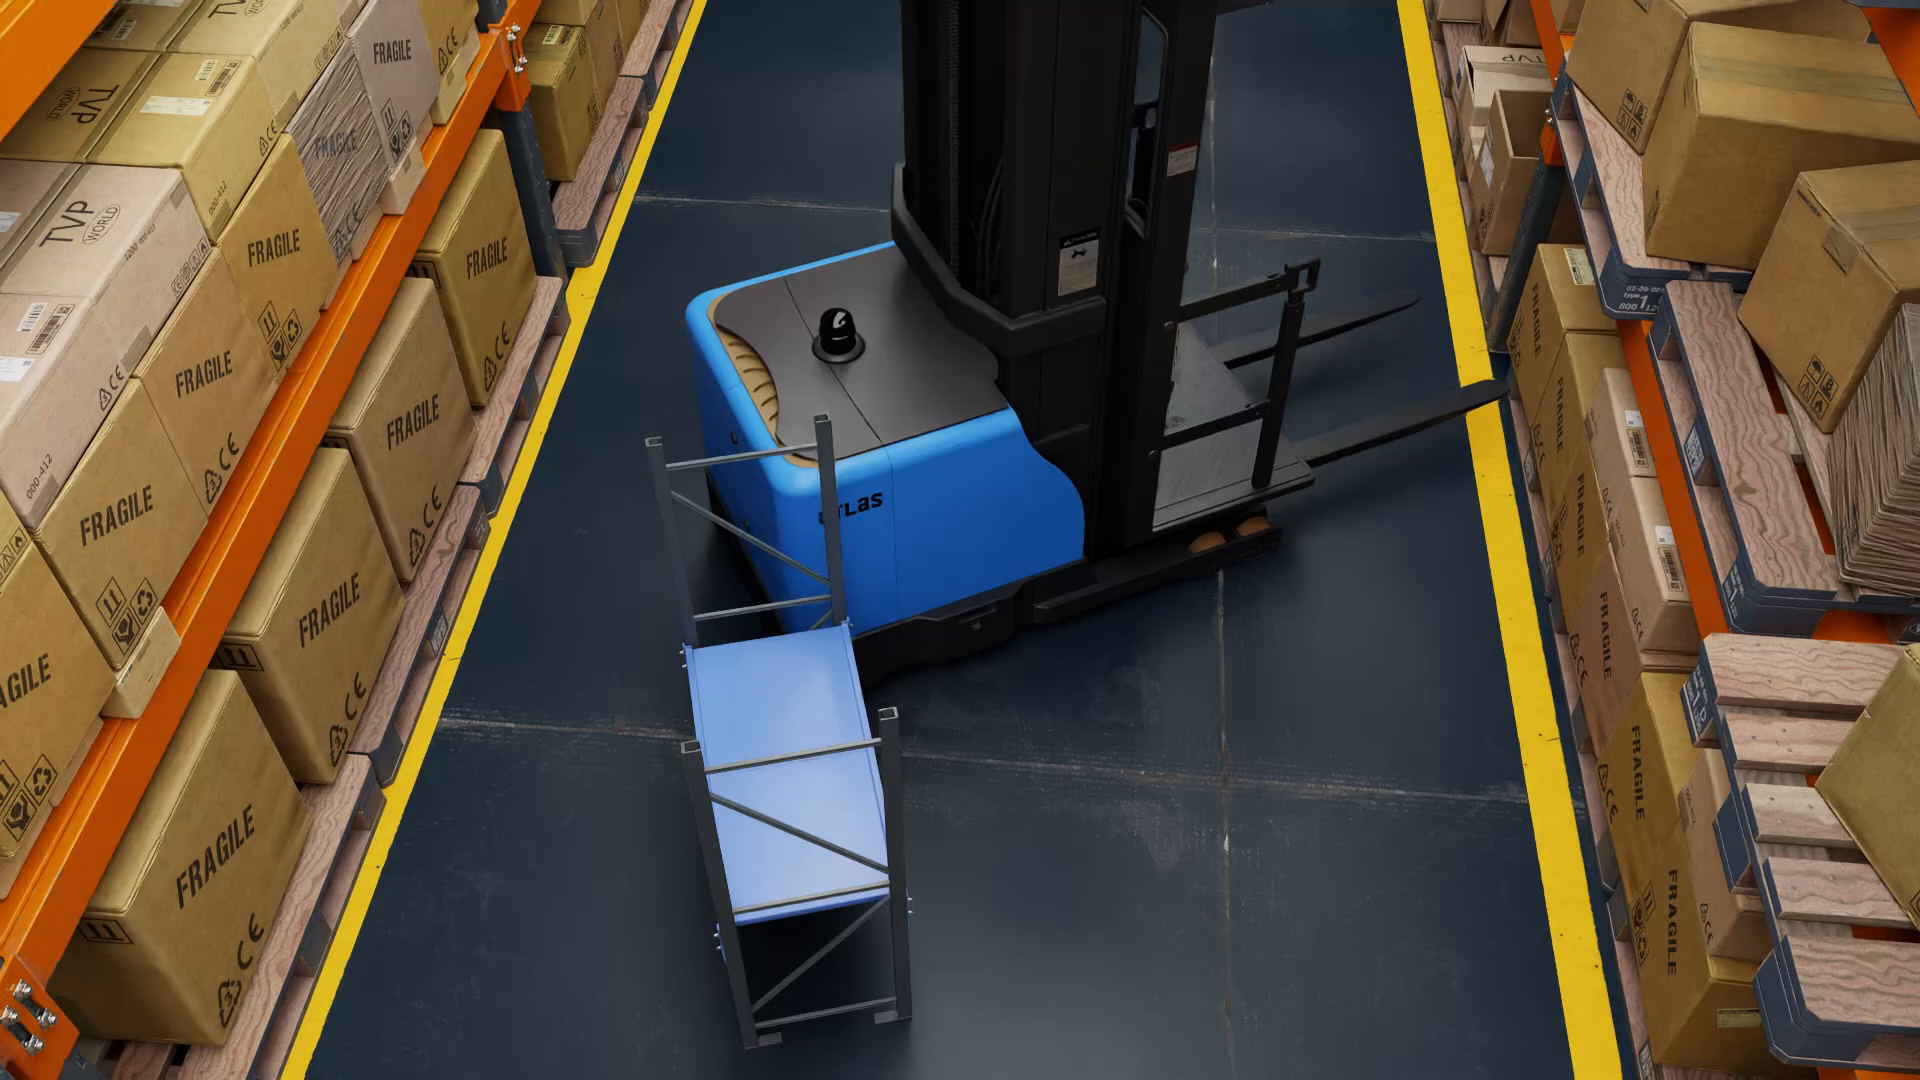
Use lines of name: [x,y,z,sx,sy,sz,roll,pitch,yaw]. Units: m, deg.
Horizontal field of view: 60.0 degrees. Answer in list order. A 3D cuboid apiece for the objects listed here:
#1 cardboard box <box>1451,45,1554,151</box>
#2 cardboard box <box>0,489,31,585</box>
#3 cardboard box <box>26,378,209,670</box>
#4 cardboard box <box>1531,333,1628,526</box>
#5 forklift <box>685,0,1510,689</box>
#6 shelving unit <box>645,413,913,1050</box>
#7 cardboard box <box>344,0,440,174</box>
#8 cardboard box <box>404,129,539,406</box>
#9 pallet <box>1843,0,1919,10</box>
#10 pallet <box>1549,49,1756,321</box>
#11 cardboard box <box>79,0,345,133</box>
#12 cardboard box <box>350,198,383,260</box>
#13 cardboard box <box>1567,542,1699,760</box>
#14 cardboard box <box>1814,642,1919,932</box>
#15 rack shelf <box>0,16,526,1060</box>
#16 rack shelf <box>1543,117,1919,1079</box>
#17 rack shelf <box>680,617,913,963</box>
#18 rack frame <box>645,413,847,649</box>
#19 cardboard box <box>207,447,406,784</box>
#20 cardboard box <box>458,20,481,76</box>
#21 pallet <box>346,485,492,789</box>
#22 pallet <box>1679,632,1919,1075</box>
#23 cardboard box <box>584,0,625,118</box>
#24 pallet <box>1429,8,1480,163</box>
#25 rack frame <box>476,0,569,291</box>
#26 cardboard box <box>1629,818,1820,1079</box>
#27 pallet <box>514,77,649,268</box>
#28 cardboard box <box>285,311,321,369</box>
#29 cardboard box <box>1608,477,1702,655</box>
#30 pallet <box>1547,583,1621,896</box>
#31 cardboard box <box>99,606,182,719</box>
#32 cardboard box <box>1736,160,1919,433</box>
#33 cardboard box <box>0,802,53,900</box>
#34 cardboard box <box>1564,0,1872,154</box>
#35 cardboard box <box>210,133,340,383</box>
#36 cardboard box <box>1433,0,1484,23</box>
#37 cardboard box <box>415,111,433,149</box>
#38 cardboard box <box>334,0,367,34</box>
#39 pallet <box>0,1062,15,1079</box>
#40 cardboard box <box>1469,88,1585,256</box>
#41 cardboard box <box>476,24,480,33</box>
cardboard box: [2.555,-2.032,7.599,0.500,0.311,0.500,4,48,4]
cardboard box: [-2.280,0.076,3.357,0.500,0.250,0.500,5,48,4]
cardboard box: [-2.225,-0.058,3.987,0.500,0.500,0.500,5,48,5]
cardboard box: [2.393,-0.375,5.956,0.500,0.500,0.500,4,48,4]
forklift: [0.631,-1.196,5.358,3.031,2.935,1.130,-18,50,-16]
shelving unit: [-0.494,0.575,4.708,0.538,1.500,1.048,-9,48,-8]
cardboard box: [-2.044,-1.541,5.344,0.500,0.500,0.500,4,48,4]
cardboard box: [-2.146,-1.062,6.361,0.750,0.750,0.750,4,48,4]
pallet: [2.496,-1.514,3.696,1.213,0.211,1.003,4,48,4]
pallet: [2.536,-1.157,5.406,1.003,0.211,1.213,4,48,4]
cardboard box: [-2.107,-1.416,4.721,0.500,0.250,0.500,5,48,4]
cardboard box: [-2.087,-1.039,5.324,0.380,0.149,0.250,4,48,4]
cardboard box: [2.293,0.363,5.281,0.500,0.500,0.500,2,48,2]
cardboard box: [2.298,0.492,3.415,0.700,0.500,0.500,-11,48,-10]
rack shelf: [-2.398,-0.420,5.089,1.077,0.370,4.000,4,48,4]
rack shelf: [2.535,-0.089,4.786,1.077,0.370,4.000,4,48,4]
rack shelf: [-0.494,0.696,4.840,0.538,0.185,1.000,-9,48,-8]
rack frame: [-0.598,0.208,5.044,0.500,1.500,0.032,-9,48,-8]
cardboard box: [-2.297,0.216,5.192,0.750,0.750,0.750,4,48,3]
cardboard box: [-1.965,-1.787,6.008,0.380,0.149,0.250,4,48,4]
pallet: [-2.320,0.280,5.851,1.003,0.211,1.213,4,48,4]
pallet: [2.345,0.700,3.707,1.213,0.211,1.003,4,48,4]
cardboard box: [-1.997,-2.342,7.768,0.700,0.500,0.500,3,48,3]
pallet: [2.889,-2.264,8.178,1.003,0.211,1.213,4,48,4]
rack frame: [-2.216,-2.132,6.167,1.000,3.000,0.127,4,48,4]
cardboard box: [2.204,1.130,4.580,0.500,0.500,0.500,6,48,5]
pallet: [-2.069,-1.744,7.703,1.003,0.211,1.213,4,48,4]
cardboard box: [-2.160,-0.662,4.979,0.380,0.149,0.250,5,48,5]
cardboard box: [2.294,0.083,5.029,0.500,0.250,0.500,3,48,3]
pallet: [2.572,0.639,5.523,1.003,0.211,1.213,4,48,4]
cardboard box: [-2.180,0.285,4.113,0.380,0.149,0.250,5,48,5]
cardboard box: [2.618,-0.675,4.482,0.700,0.500,0.500,-7,48,-6]
cardboard box: [-2.320,0.659,3.771,0.380,0.149,0.250,3,48,3]
cardboard box: [2.451,-1.644,5.369,0.700,0.500,0.500,-11,48,-10]
cardboard box: [-2.139,-0.805,4.671,0.500,0.500,0.500,5,48,5]
cardboard box: [2.659,-2.846,8.386,0.500,0.250,0.500,4,48,4]
cardboard box: [-2.033,-1.412,5.666,0.380,0.149,0.250,5,48,5]
cardboard box: [-2.060,-1.791,5.064,0.500,0.250,0.500,5,48,4]
pallet: [-2.540,1.403,3.064,1.213,0.211,1.003,4,48,4]
cardboard box: [2.487,-1.544,7.026,0.500,0.500,0.500,4,48,4]
cardboard box: [-2.257,-2.099,7.106,0.380,0.149,0.250,4,48,3]
